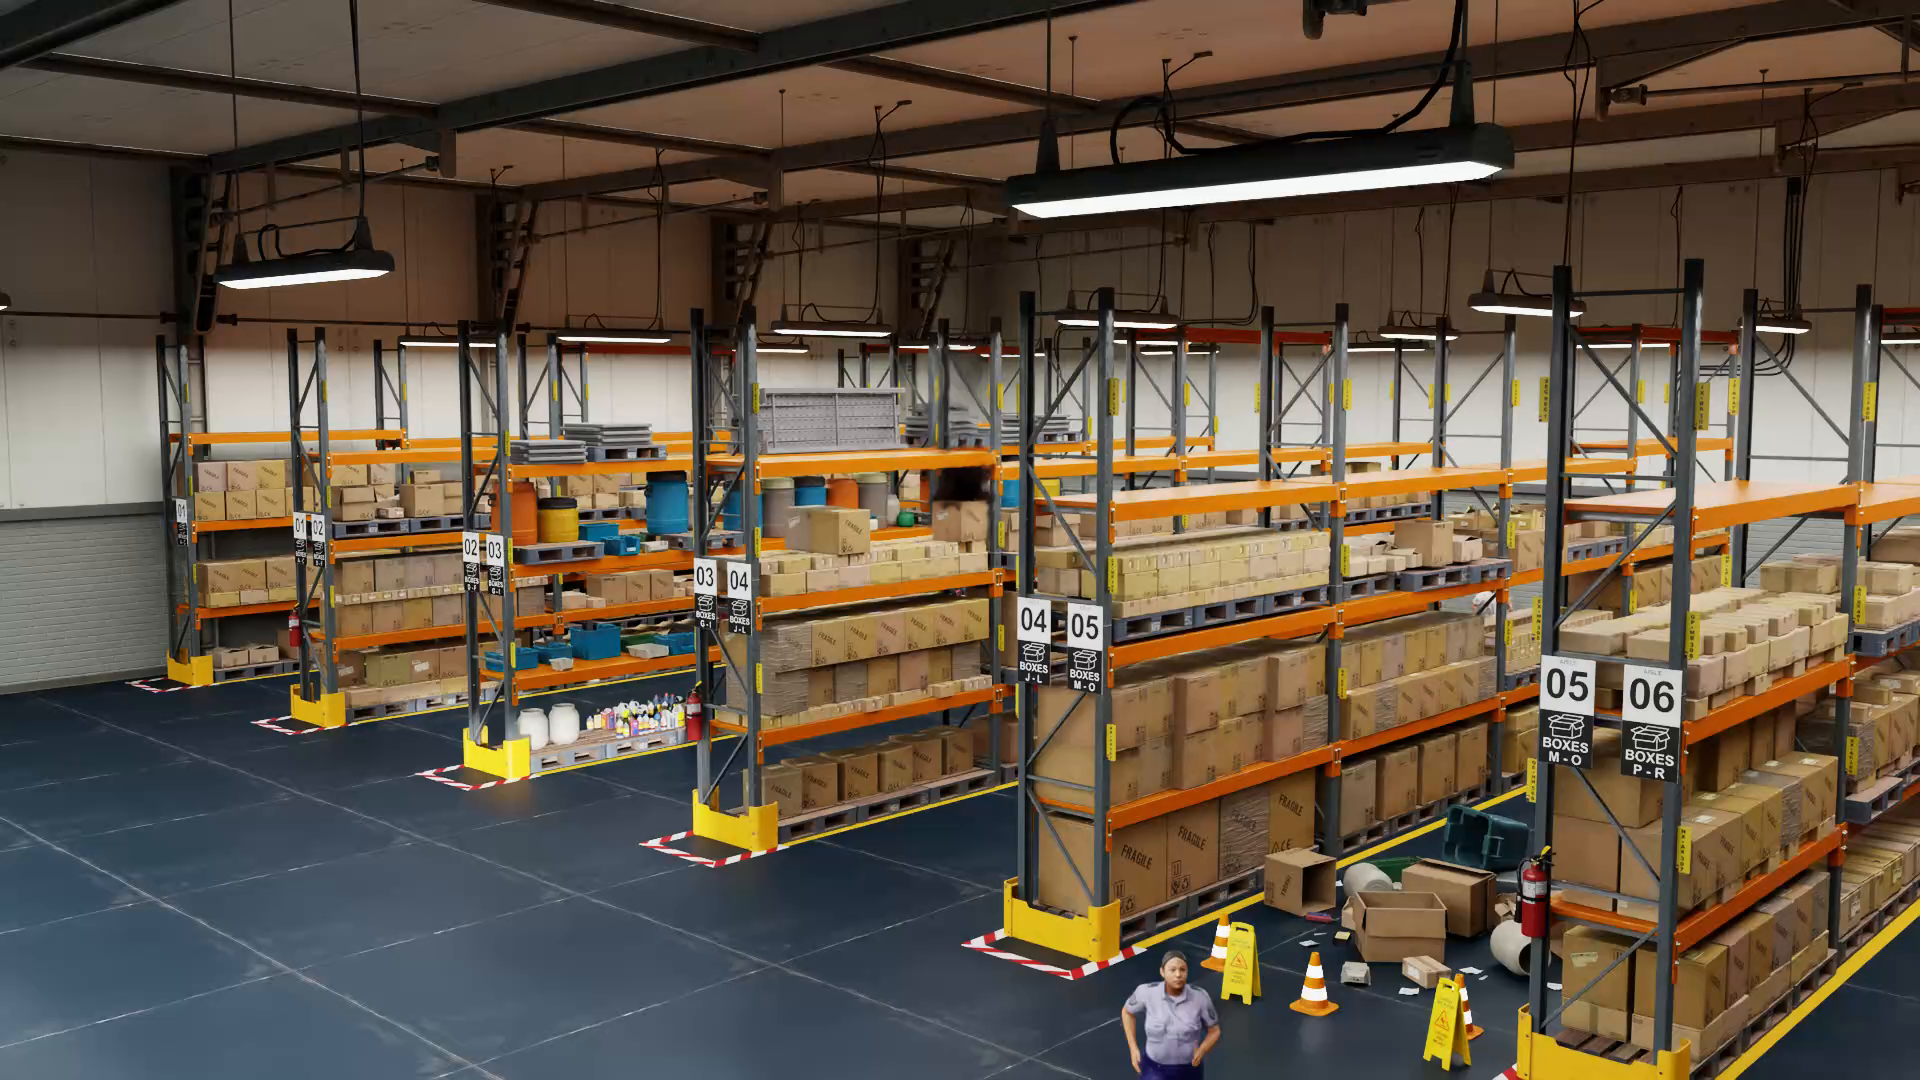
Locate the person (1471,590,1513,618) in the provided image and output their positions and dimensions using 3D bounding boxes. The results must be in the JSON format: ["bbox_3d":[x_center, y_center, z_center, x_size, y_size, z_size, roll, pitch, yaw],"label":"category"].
[{"bbox_3d":[9.690,1.501,30.011,0.792,1.772,0.731,-1,6,-14],"label":"person"}]

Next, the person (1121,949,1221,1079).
[{"bbox_3d":[1.330,3.374,10.490,0.614,1.650,0.875,0,5,2],"label":"person"}]
